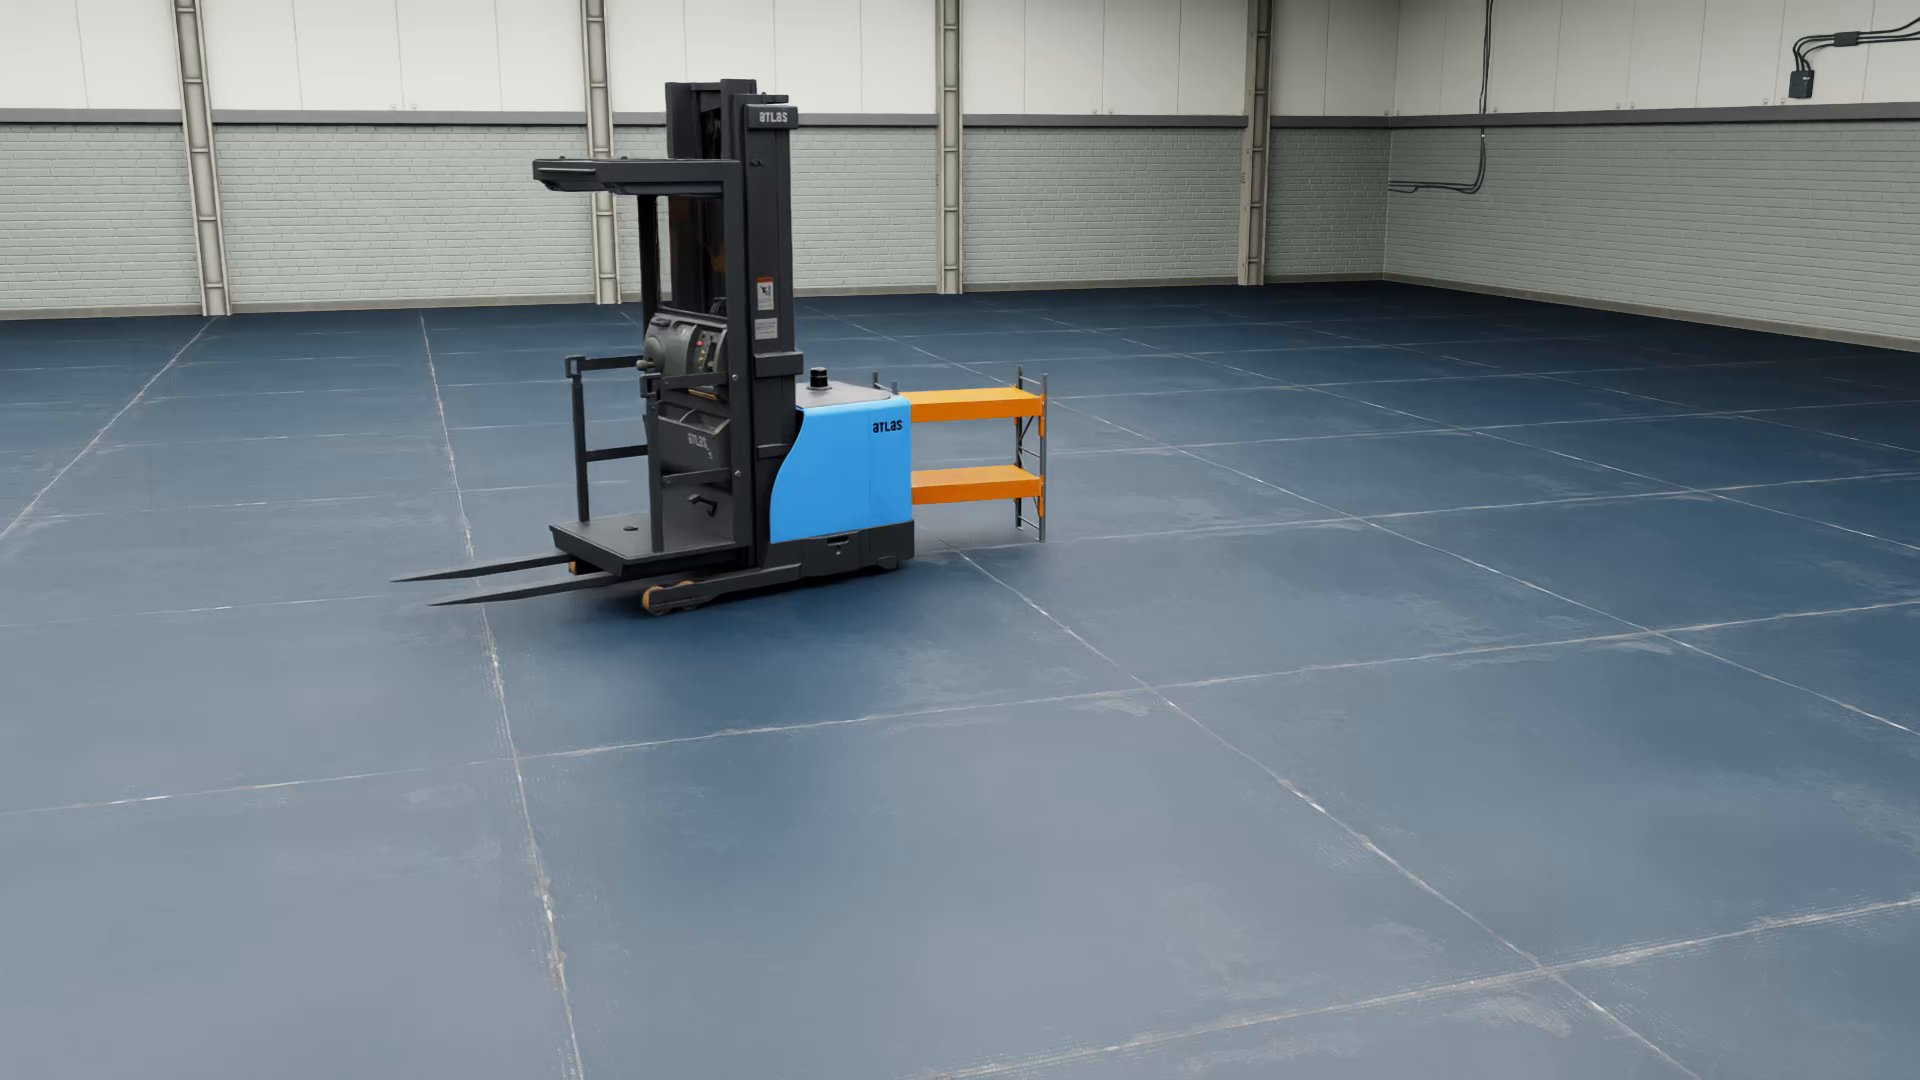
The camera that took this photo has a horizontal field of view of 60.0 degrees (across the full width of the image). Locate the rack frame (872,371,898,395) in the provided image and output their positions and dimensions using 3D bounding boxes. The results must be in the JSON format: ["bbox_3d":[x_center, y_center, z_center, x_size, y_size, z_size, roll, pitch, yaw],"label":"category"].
[{"bbox_3d":[-0.488,-0.509,10.853,0.032,1.125,0.500,-4,14,-18],"label":"rack frame"}]

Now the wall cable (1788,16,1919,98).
[{"bbox_3d":[11.724,-8.716,20.991,0.169,6.003,2.305,-4,14,-18],"label":"wall cable"}]

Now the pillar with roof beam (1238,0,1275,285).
[{"bbox_3d":[6.870,-8.273,26.478,0.400,9.000,9.100,-4,14,-18],"label":"pillar with roof beam"}]

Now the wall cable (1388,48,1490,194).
[{"bbox_3d":[8.711,-7.634,30.502,0.112,2.526,3.097,-4,14,-18],"label":"wall cable"}]

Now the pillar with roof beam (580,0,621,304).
[{"bbox_3d":[-4.503,-7.388,22.755,0.400,9.000,9.100,-4,14,-18],"label":"pillar with roof beam"}]

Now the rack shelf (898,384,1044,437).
[{"bbox_3d":[-0.006,-0.831,10.943,1.000,0.278,0.538,-4,14,-18],"label":"rack shelf"}]

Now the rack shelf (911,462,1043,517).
[{"bbox_3d":[-0.006,-0.309,11.067,1.000,0.278,0.538,-4,14,-18],"label":"rack shelf"}]

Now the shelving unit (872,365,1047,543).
[{"bbox_3d":[-0.006,-0.547,11.011,1.048,1.125,0.538,-4,14,-18],"label":"shelving unit"}]

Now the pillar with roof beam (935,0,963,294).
[{"bbox_3d":[1.183,-7.830,24.617,0.400,9.000,9.100,-4,14,-18],"label":"pillar with roof beam"}]

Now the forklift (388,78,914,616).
[{"bbox_3d":[-1.772,-1.139,9.595,3.031,2.935,1.130,-10,16,-35],"label":"forklift"}]

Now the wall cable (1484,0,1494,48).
[{"bbox_3d":[9.574,-9.498,27.423,0.112,2.526,3.097,-4,14,-18],"label":"wall cable"}]

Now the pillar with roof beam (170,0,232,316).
[{"bbox_3d":[-10.190,-6.945,20.893,0.400,9.000,9.100,-4,14,-18],"label":"pillar with roof beam"}]

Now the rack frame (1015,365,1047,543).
[{"bbox_3d":[0.475,-0.584,11.168,0.032,1.125,0.500,-4,14,-18],"label":"rack frame"}]
